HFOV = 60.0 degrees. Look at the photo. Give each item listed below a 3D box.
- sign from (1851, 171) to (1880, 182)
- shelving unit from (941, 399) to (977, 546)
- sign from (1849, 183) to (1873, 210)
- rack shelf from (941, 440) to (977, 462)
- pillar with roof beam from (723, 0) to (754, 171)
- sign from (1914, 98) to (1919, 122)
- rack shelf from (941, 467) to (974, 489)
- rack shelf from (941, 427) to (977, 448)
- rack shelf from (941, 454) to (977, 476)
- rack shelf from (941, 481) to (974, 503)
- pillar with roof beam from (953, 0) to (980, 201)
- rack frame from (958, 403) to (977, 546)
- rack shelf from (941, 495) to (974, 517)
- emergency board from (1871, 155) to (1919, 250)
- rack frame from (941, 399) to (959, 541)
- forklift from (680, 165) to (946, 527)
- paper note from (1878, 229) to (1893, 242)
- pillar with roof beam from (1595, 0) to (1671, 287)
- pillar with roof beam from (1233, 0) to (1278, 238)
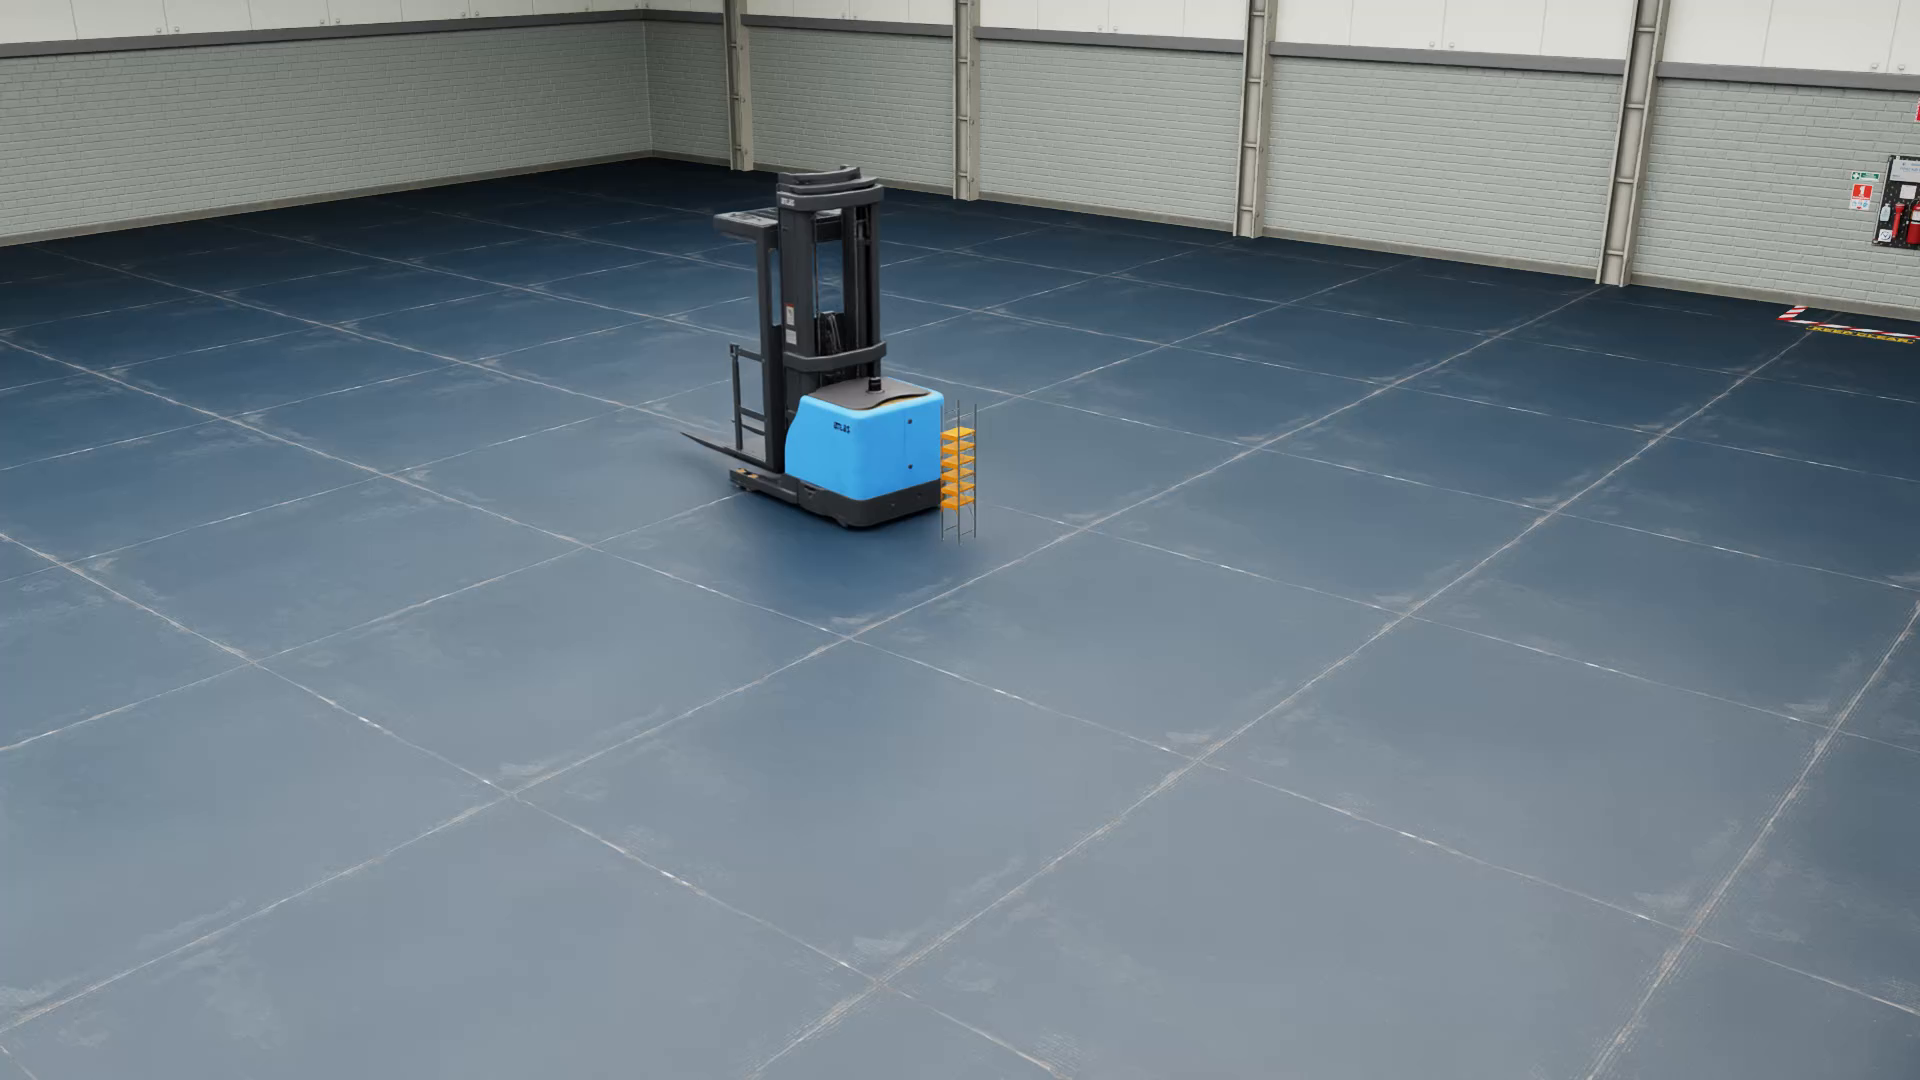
[{"bbox_3d":[11.808,-4.740,21.688,0.331,0.109,0.001,16,26,36],"label":"sign"},{"bbox_3d":[-0.011,-0.565,13.967,0.189,1.200,0.258,16,26,36],"label":"shelving unit"},{"bbox_3d":[11.810,-4.496,21.791,0.234,0.329,0.001,16,26,36],"label":"sign"},{"bbox_3d":[-0.011,-0.748,13.898,0.180,0.103,0.258,16,26,36],"label":"rack shelf"},{"bbox_3d":[-7.252,-10.751,29.925,0.400,9.000,9.100,16,26,36],"label":"pillar with roof beam"},{"bbox_3d":[12.230,-5.441,21.063,0.199,0.298,0.001,16,26,36],"label":"sign"},{"bbox_3d":[-0.011,-0.523,13.983,0.180,0.103,0.258,16,26,36],"label":"rack shelf"},{"bbox_3d":[-0.011,-0.860,13.856,0.180,0.103,0.258,16,26,36],"label":"rack shelf"},{"bbox_3d":[-0.011,-0.635,13.941,0.180,0.103,0.258,16,26,36],"label":"rack shelf"},{"bbox_3d":[-0.011,-0.411,14.025,0.180,0.103,0.258,16,26,36],"label":"rack shelf"},{"bbox_3d":[-2.604,-9.412,26.376,0.400,9.000,9.100,16,26,36],"label":"pillar with roof beam"},{"bbox_3d":[0.060,-0.544,13.913,0.006,1.200,0.240,16,26,36],"label":"rack frame"},{"bbox_3d":[-0.011,-0.298,14.068,0.180,0.103,0.258,16,26,36],"label":"rack shelf"},{"bbox_3d":[12.173,-4.328,21.395,0.643,1.169,0.194,16,26,36],"label":"emergency board"},{"bbox_3d":[-0.082,-0.585,14.021,0.006,1.200,0.240,16,26,36],"label":"rack frame"},{"bbox_3d":[-1.492,-1.920,15.109,1.130,2.935,3.031,-18,27,-39],"label":"forklift"},{"bbox_3d":[12.079,-3.974,21.706,0.142,0.148,0.016,16,26,36],"label":"paper note"},{"bbox_3d":[6.693,-6.735,19.276,0.400,9.000,9.100,16,26,36],"label":"pillar with roof beam"},{"bbox_3d":[2.044,-8.073,22.826,0.400,9.000,9.100,16,26,36],"label":"pillar with roof beam"}]
